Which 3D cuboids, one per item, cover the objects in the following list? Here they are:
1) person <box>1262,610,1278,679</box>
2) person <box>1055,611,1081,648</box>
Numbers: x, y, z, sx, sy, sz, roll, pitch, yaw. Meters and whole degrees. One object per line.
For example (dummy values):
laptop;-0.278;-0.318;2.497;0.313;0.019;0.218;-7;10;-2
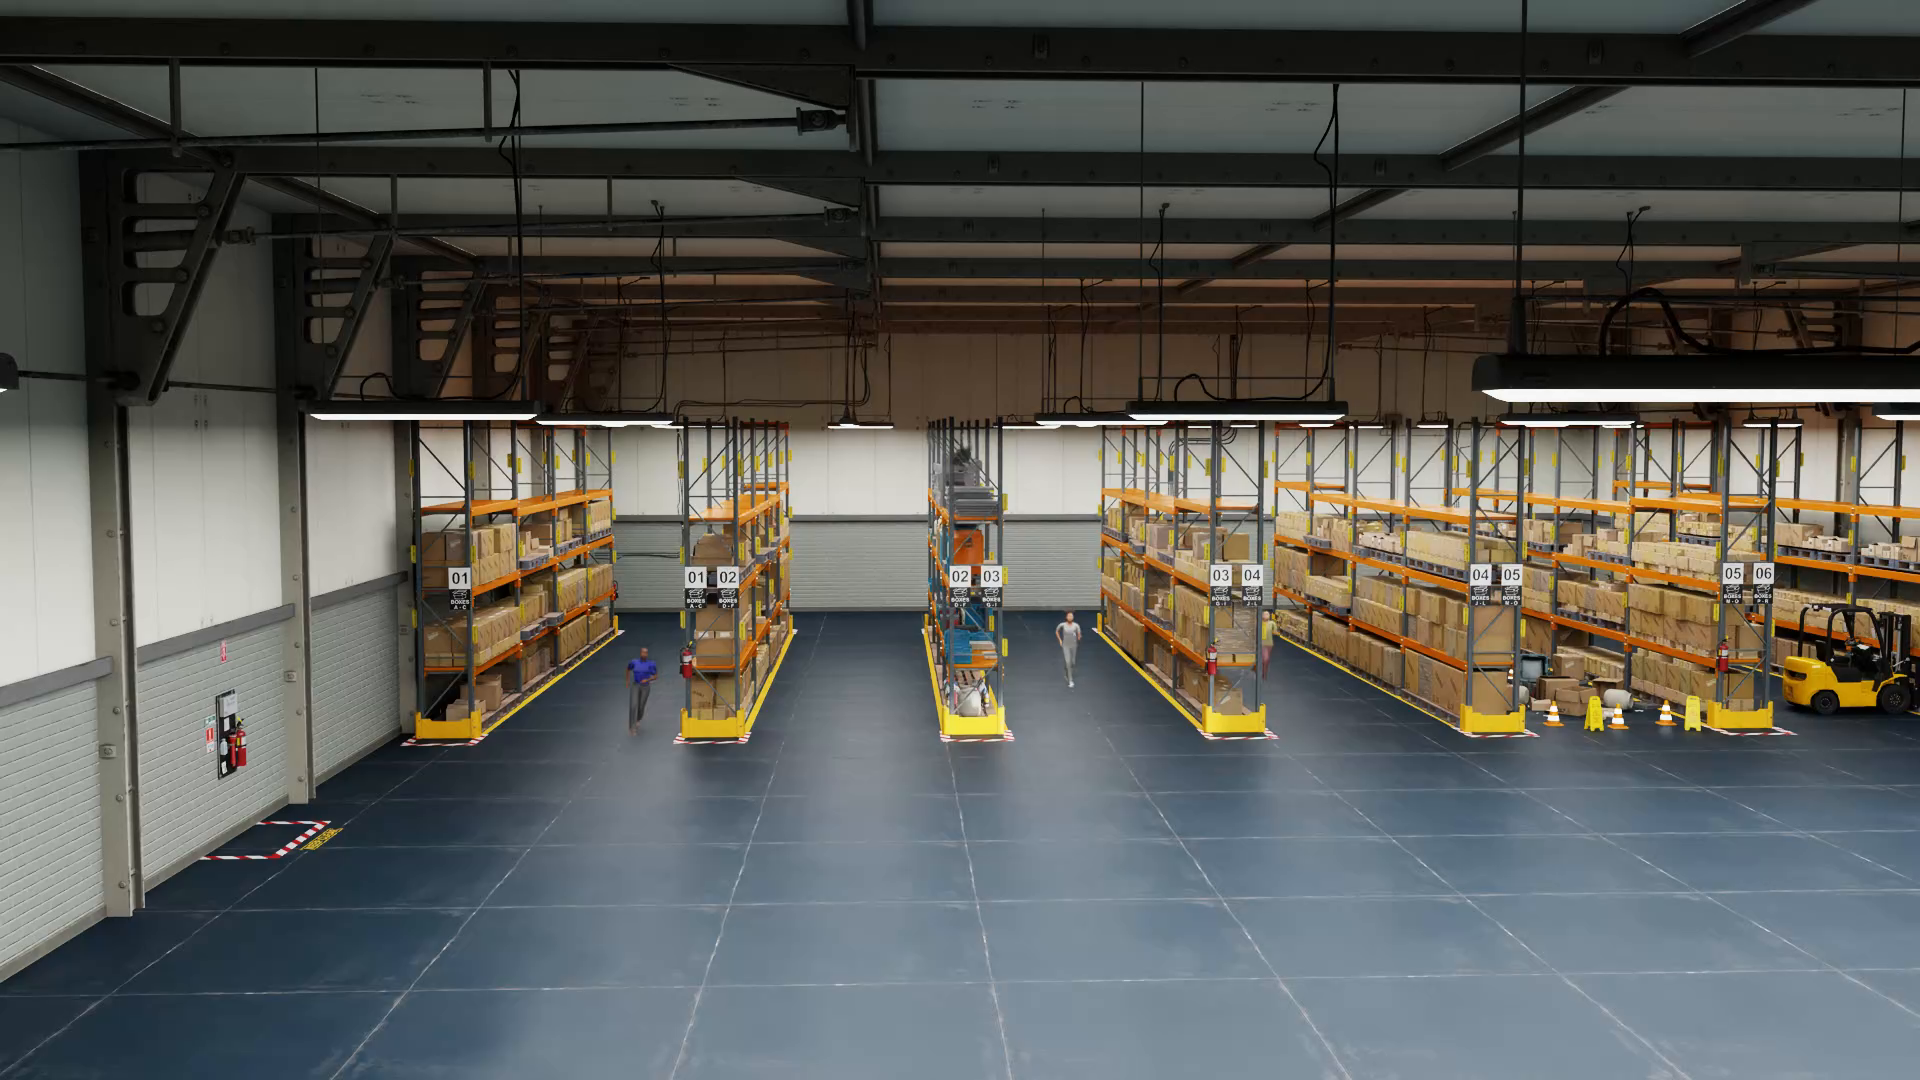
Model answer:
person;6.966;2.357;37.825;0.546;1.565;0.702;0;4;-7
person;2.478;2.019;37.467;0.568;0.823;0.544;-1;4;-10
